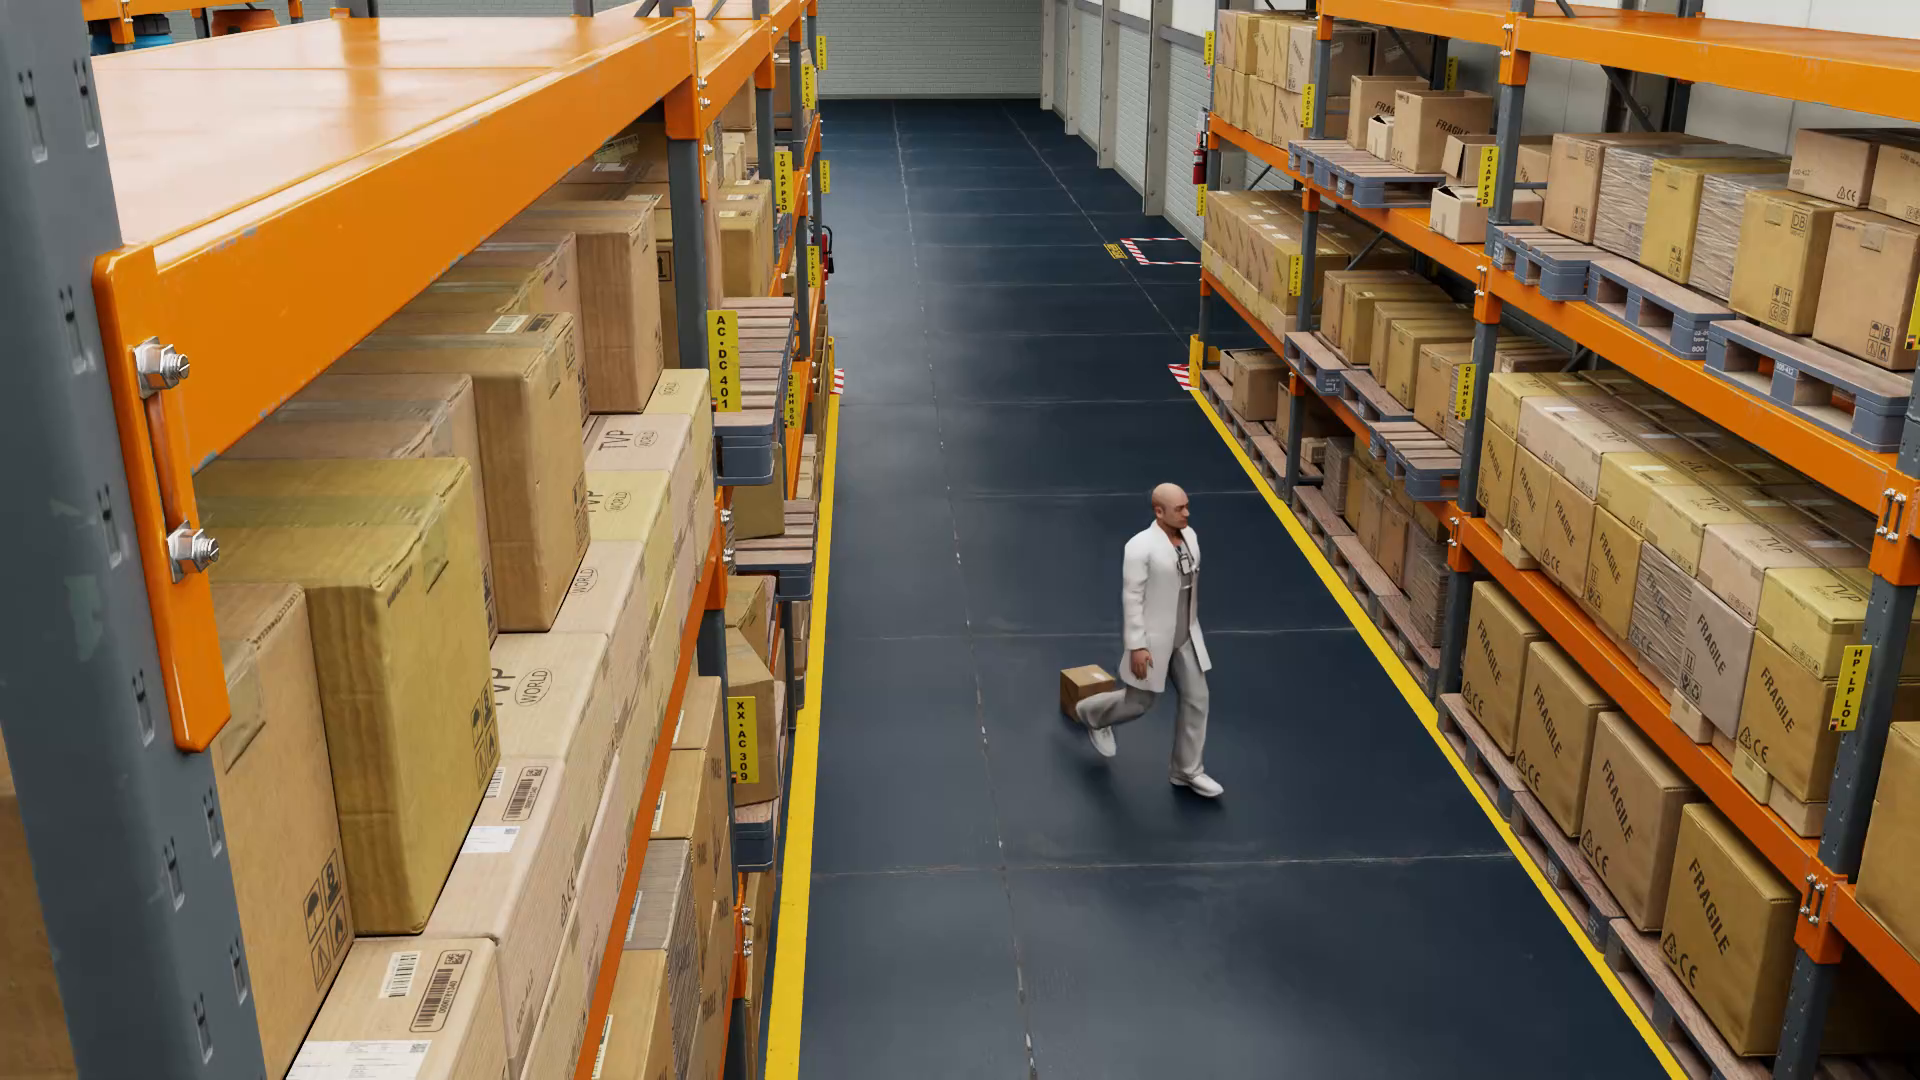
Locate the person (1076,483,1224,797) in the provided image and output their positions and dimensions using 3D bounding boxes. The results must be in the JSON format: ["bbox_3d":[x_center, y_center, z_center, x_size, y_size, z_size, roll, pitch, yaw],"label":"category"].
[{"bbox_3d":[1.076,0.510,9.187,0.572,1.745,1.001,-15,25,-36],"label":"person"}]
